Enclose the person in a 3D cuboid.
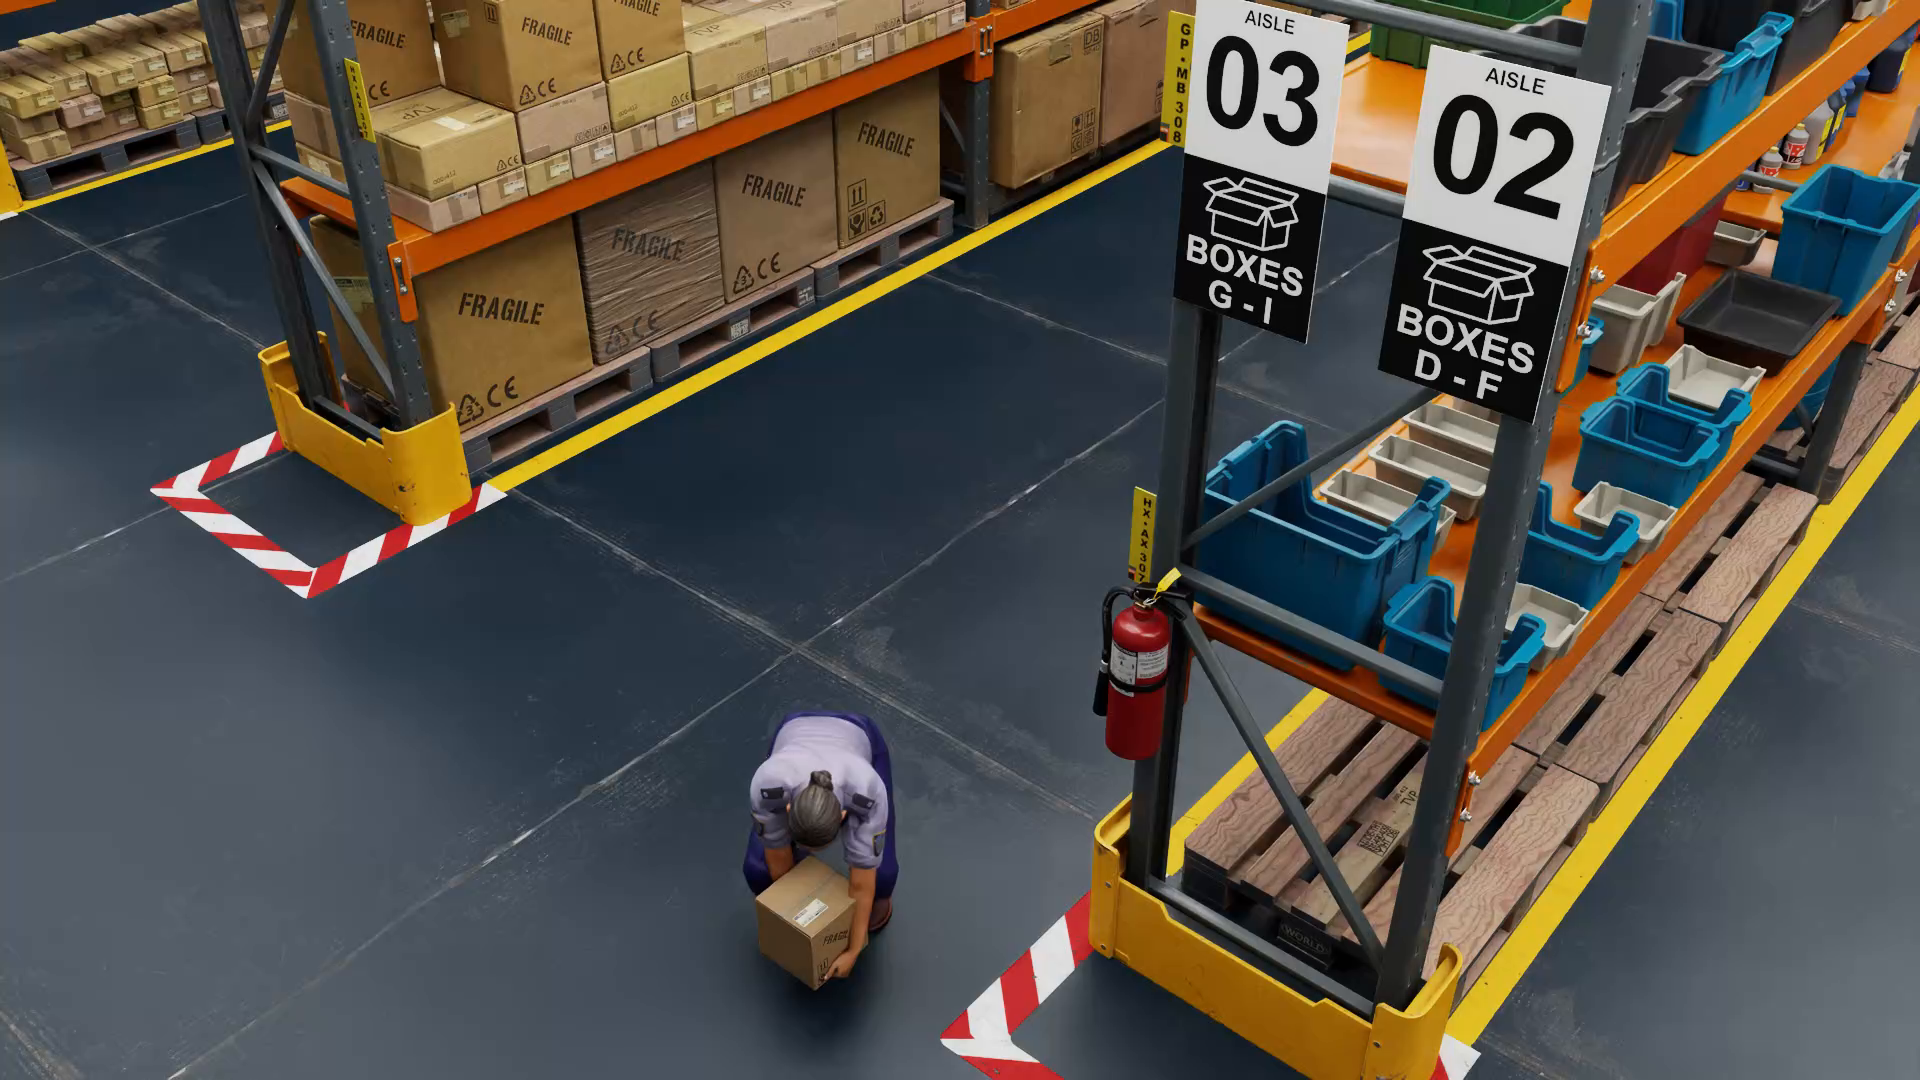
[{"bbox_3d":[-0.451,0.946,5.438,0.514,0.944,0.847,2,35,3],"label":"person"}]
